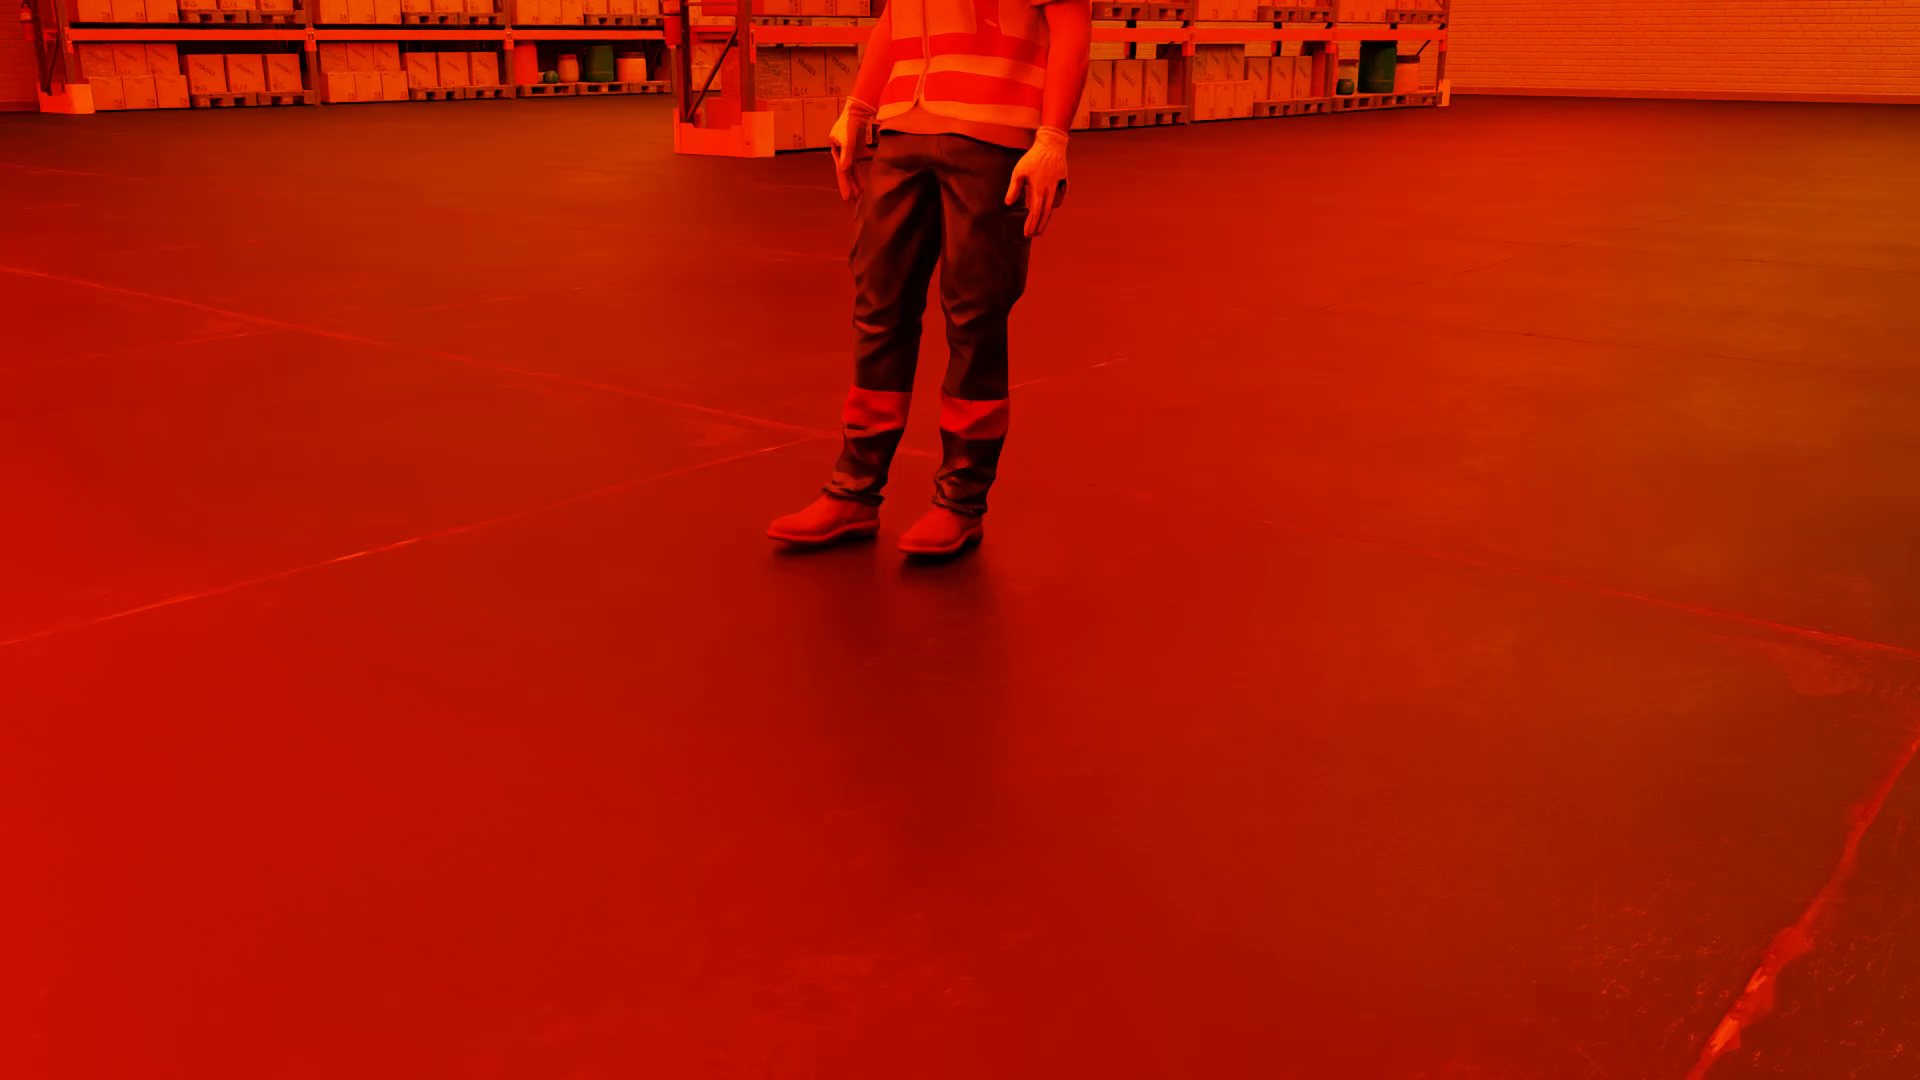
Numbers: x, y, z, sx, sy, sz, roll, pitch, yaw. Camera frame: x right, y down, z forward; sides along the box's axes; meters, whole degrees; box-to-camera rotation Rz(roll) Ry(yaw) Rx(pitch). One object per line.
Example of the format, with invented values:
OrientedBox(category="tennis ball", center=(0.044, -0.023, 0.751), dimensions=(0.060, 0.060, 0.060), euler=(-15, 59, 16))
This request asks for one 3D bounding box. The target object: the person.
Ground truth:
OrientedBox(category="person", center=(-0.061, -0.847, 3.628), dimensions=(0.637, 1.790, 0.562), euler=(13, 21, 37))
